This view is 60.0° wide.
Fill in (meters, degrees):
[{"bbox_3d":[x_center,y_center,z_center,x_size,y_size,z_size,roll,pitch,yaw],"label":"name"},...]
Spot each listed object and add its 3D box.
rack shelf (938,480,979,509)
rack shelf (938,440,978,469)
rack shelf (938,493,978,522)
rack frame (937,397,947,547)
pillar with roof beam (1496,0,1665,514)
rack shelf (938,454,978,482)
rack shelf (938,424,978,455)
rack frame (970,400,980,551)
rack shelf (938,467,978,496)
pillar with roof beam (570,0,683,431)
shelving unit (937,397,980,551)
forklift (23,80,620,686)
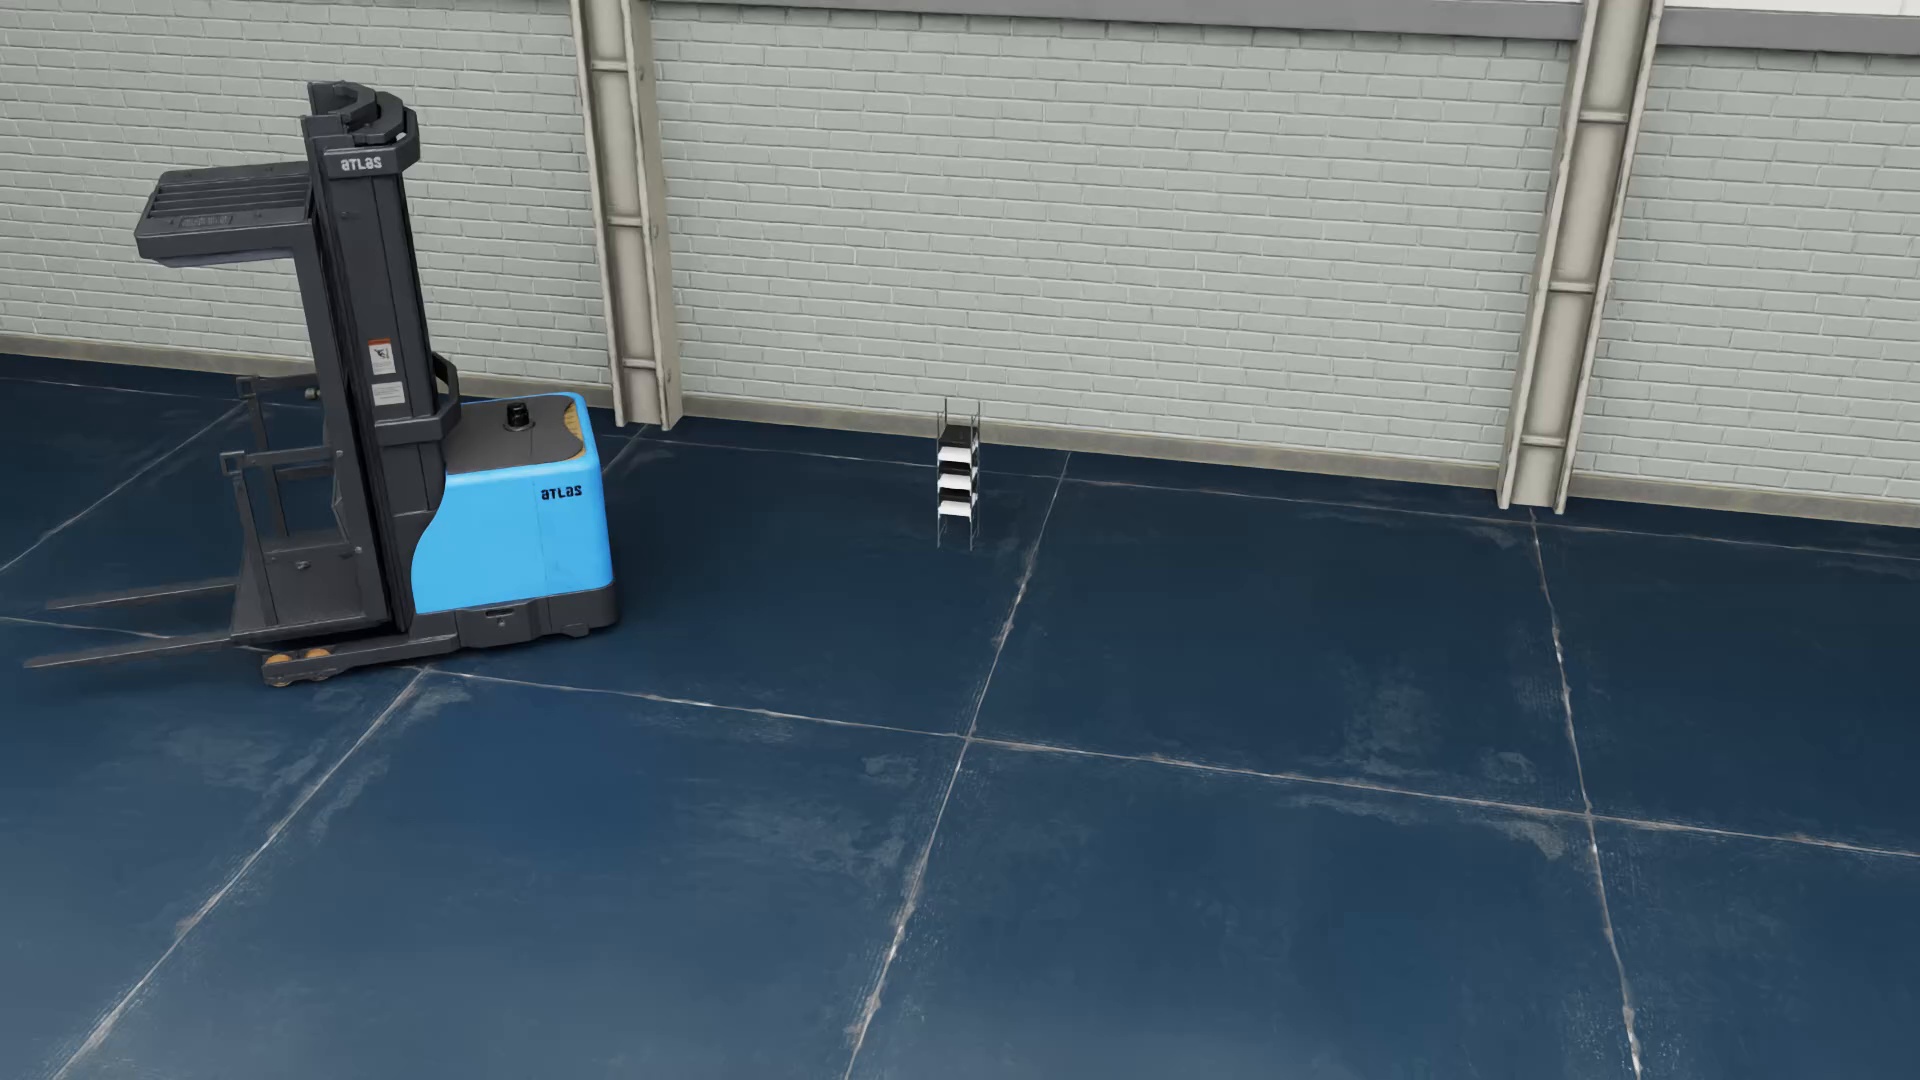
[{"bbox_3d":[-0.008,-0.287,10.095,0.200,0.077,0.258,6,29,11],"label":"rack shelf"},{"bbox_3d":[-0.008,-0.524,9.965,0.200,0.077,0.258,6,29,11],"label":"rack shelf"},{"bbox_3d":[-0.008,-0.208,10.138,0.200,0.077,0.258,6,29,11],"label":"rack shelf"},{"bbox_3d":[-0.107,-0.406,10.054,0.006,0.900,0.240,6,29,11],"label":"rack frame"},{"bbox_3d":[2.769,-2.179,4.860,0.400,9.000,9.100,6,29,11],"label":"pillar with roof beam"},{"bbox_3d":[-0.008,-0.445,10.008,0.200,0.077,0.258,6,29,11],"label":"rack shelf"},{"bbox_3d":[-0.008,-0.603,9.922,0.200,0.077,0.258,6,29,11],"label":"rack shelf"},{"bbox_3d":[0.091,-0.385,10.017,0.006,0.900,0.240,6,29,11],"label":"rack frame"},{"bbox_3d":[-0.008,-0.366,10.051,0.200,0.077,0.258,6,29,11],"label":"rack shelf"},{"bbox_3d":[-3.098,-2.781,5.959,0.400,9.000,9.100,6,29,11],"label":"pillar with roof beam"},{"bbox_3d":[-0.008,-0.396,10.035,0.210,0.900,0.258,6,29,11],"label":"shelving unit"},{"bbox_3d":[-3.482,-0.791,8.643,3.031,2.935,1.130,-8,30,-14],"label":"forklift"}]
